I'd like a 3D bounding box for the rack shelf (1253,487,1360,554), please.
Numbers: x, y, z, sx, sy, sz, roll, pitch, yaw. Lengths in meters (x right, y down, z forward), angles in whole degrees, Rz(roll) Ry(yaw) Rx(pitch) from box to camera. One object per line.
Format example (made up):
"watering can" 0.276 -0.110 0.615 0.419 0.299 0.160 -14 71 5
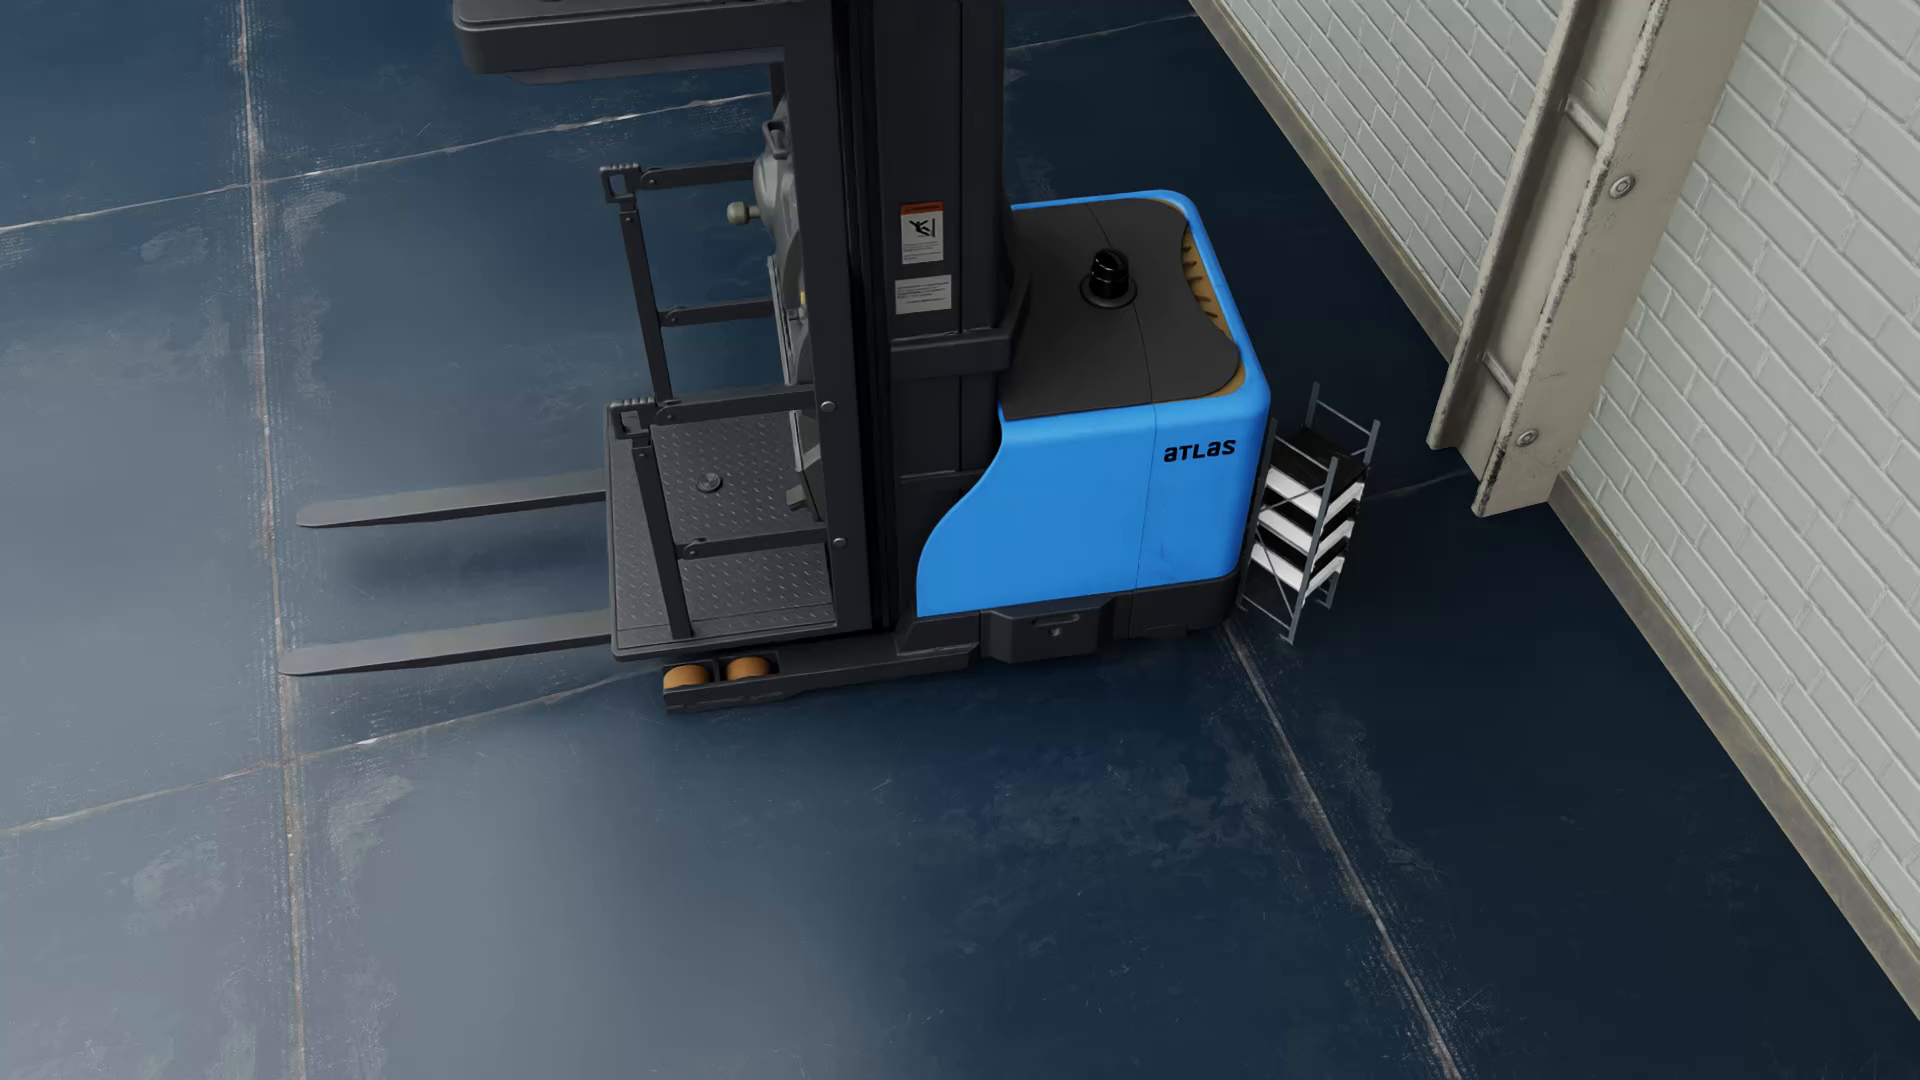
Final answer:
"rack shelf" 1.075 -0.101 5.170 0.258 0.077 0.200 37 60 27

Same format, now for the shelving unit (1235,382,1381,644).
"shelving unit" 1.075 -0.065 5.214 0.258 0.900 0.210 37 60 27

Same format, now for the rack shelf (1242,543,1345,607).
"rack shelf" 1.077 0.070 5.378 0.258 0.077 0.200 37 60 27

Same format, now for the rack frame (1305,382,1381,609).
"rack frame" 1.147 -0.121 5.259 0.240 0.900 0.006 37 60 27

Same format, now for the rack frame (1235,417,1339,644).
"rack frame" 1.004 -0.009 5.168 0.240 0.900 0.006 37 60 27

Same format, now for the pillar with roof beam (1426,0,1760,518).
"pillar with roof beam" -2.212 -2.184 1.705 9.100 9.000 0.400 -13 51 -11

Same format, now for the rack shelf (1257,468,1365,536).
"rack shelf" 1.074 -0.158 5.100 0.258 0.077 0.200 37 60 27

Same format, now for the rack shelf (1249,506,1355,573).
"rack shelf" 1.076 -0.044 5.239 0.258 0.077 0.200 37 60 27

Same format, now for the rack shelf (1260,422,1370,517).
"rack shelf" 1.073 -0.215 5.031 0.258 0.077 0.200 37 60 27

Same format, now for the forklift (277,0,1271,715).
"forklift" -0.662 -0.833 4.536 3.031 2.935 1.130 -7 50 -6

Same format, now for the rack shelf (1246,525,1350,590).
"rack shelf" 1.076 0.013 5.309 0.258 0.077 0.200 37 60 27
